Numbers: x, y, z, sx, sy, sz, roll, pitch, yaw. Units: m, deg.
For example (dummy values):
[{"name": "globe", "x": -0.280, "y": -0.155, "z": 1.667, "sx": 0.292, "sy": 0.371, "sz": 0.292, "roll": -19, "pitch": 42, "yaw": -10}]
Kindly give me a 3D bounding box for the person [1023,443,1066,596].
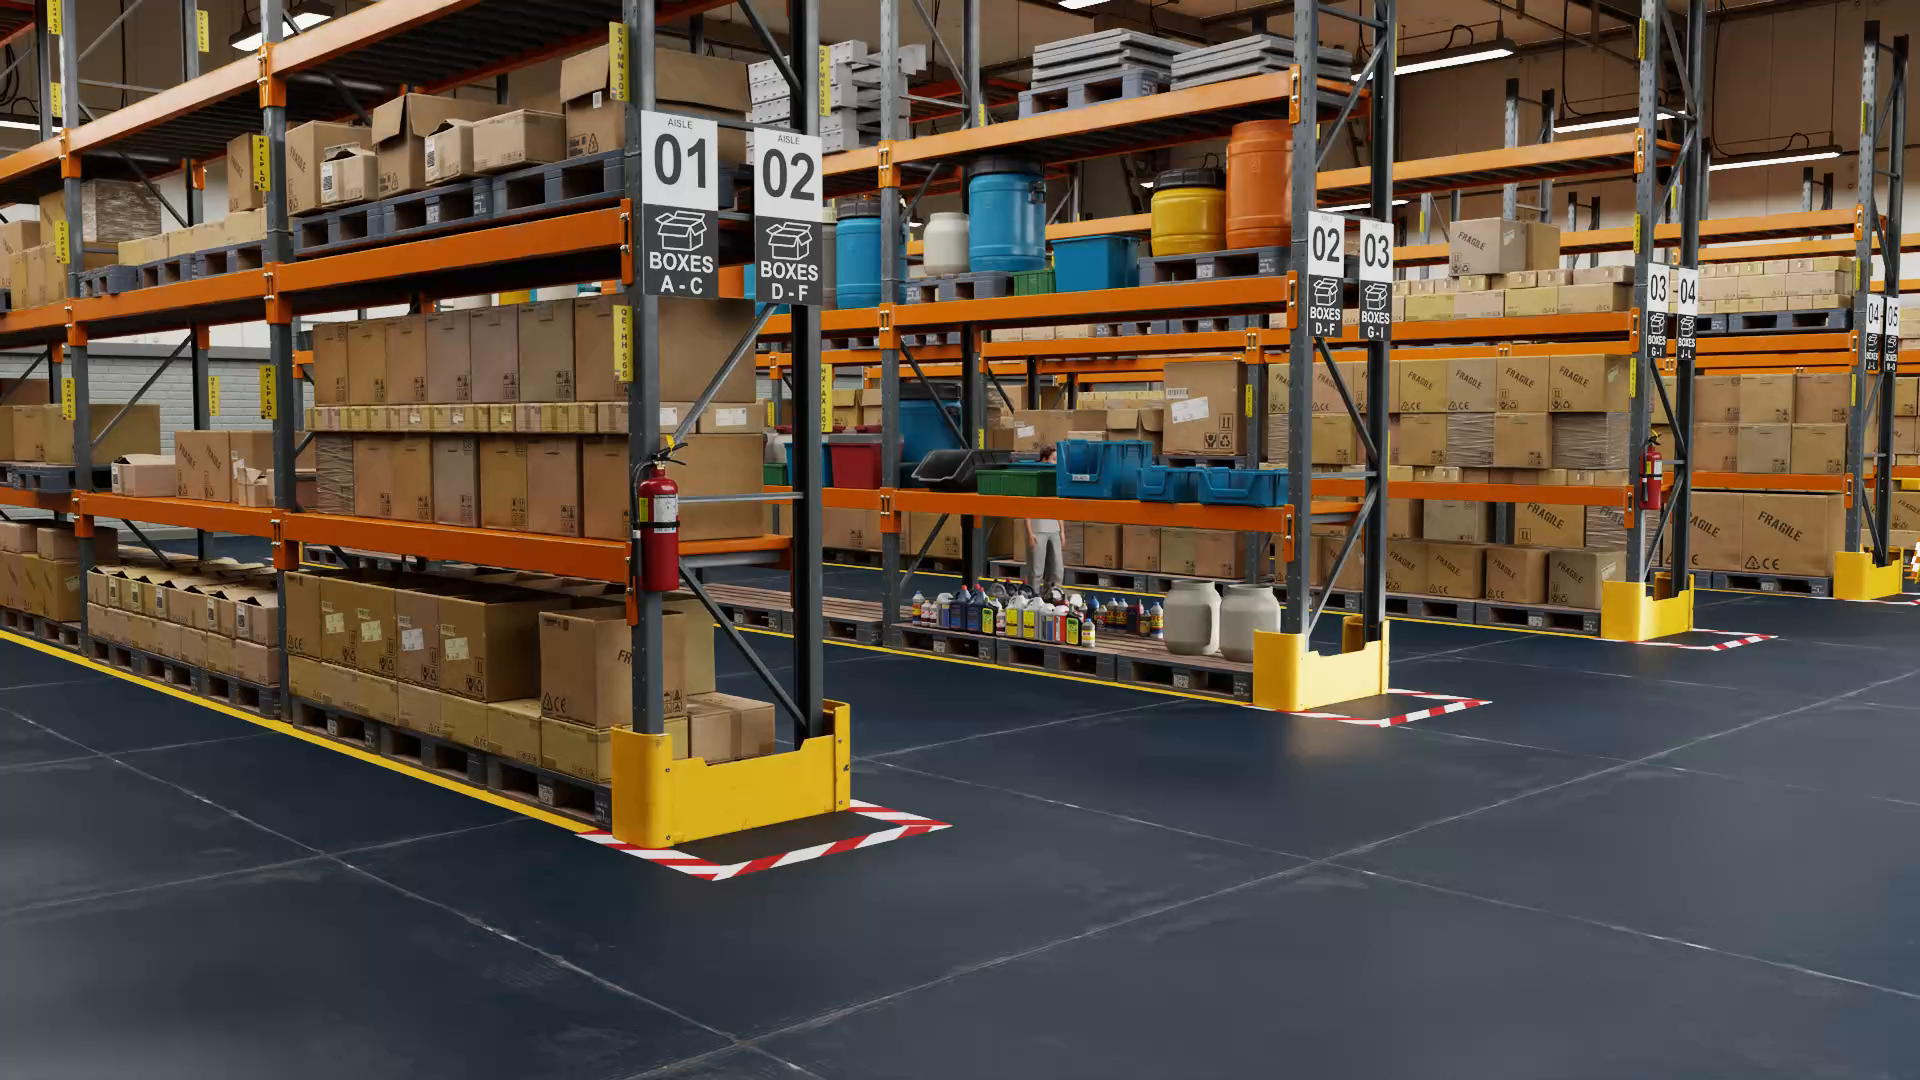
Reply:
[{"name": "person", "x": 0.769, "y": -0.044, "z": 15.135, "sx": 0.508, "sy": 1.671, "sz": 0.366, "roll": -4, "pitch": 5, "yaw": -42}]
